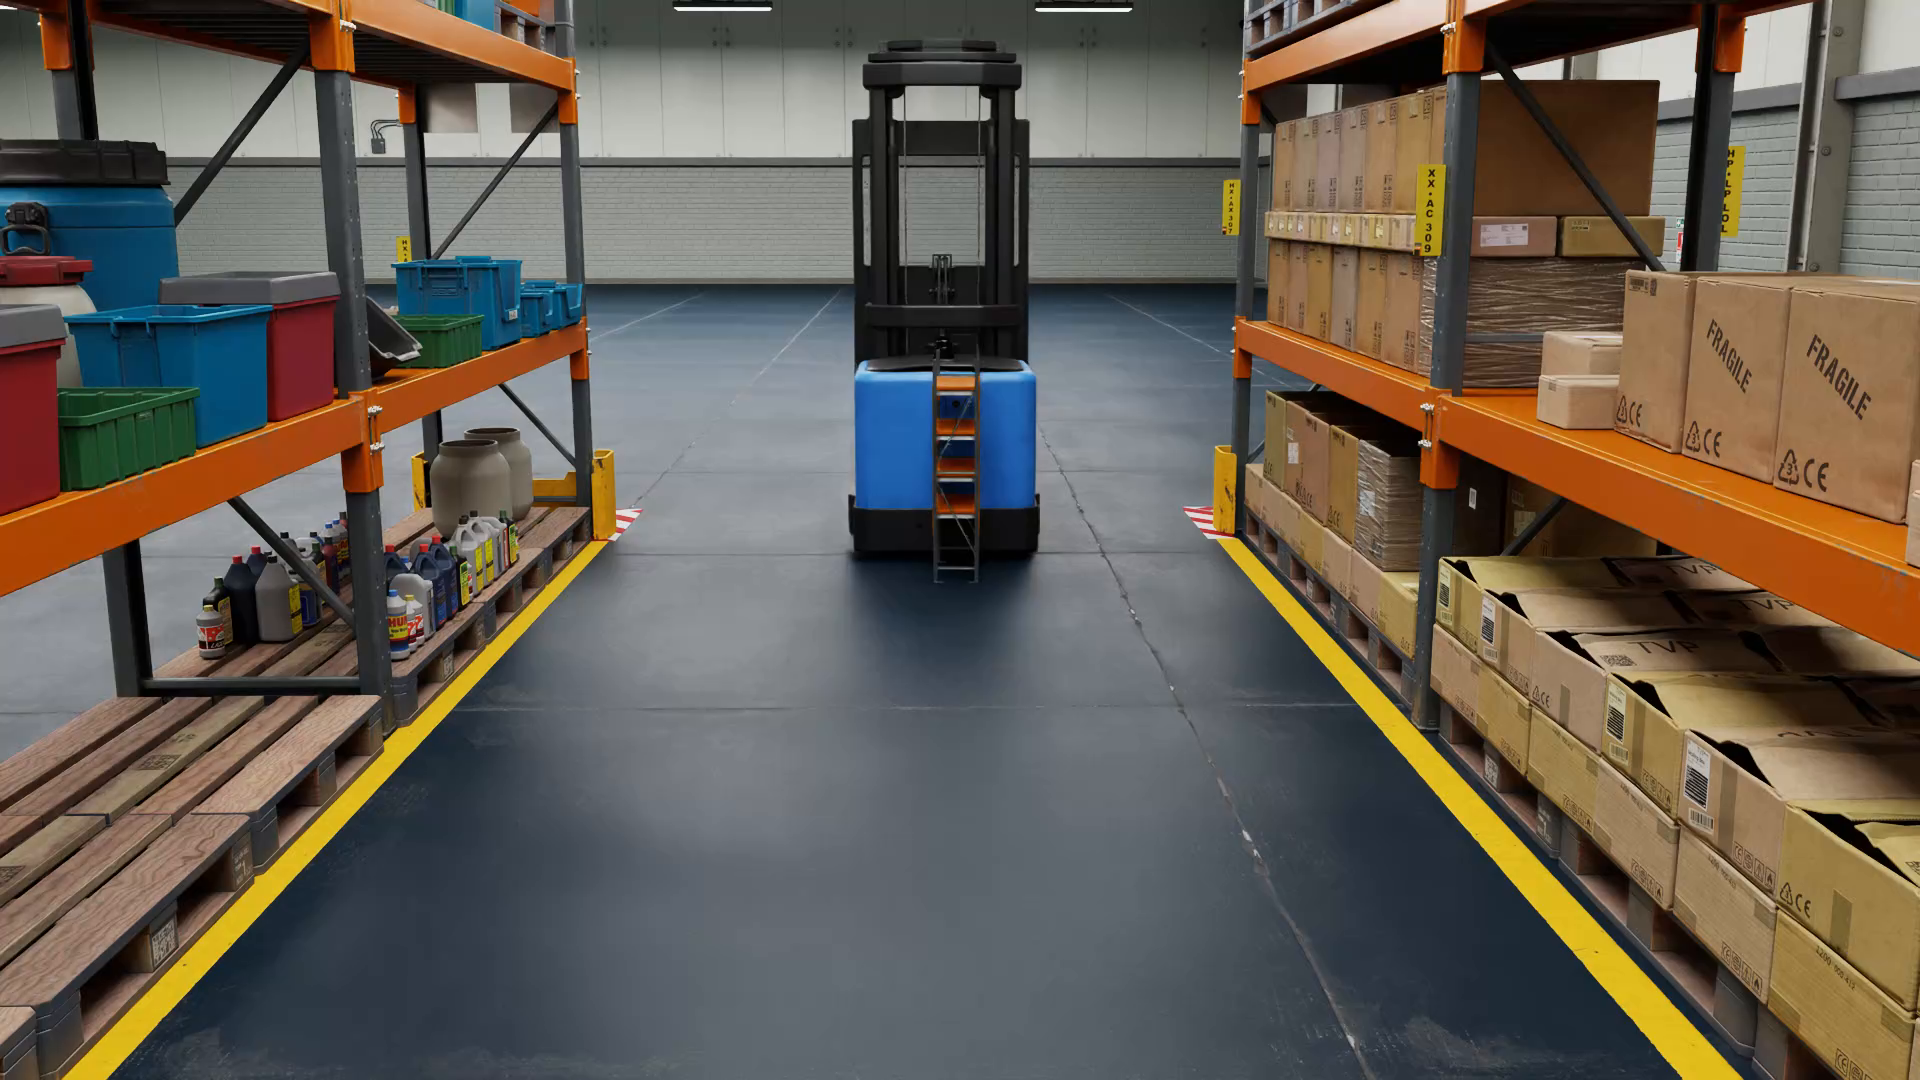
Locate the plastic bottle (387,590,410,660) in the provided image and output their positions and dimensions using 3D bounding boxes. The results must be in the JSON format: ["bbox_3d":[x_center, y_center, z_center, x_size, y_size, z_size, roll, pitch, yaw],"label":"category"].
[{"bbox_3d":[-2.252,0.333,6.627,0.097,0.271,0.097,0,11,0],"label":"plastic bottle"}]

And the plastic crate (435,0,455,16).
[{"bbox_3d":[-2.444,-2.404,7.353,0.336,0.188,0.450,0,11,-1],"label":"plastic crate"}]

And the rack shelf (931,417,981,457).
[{"bbox_3d":[-0.017,-0.560,8.992,0.258,0.148,0.480,0,12,1],"label":"rack shelf"}]

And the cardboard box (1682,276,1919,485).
[{"bbox_3d":[2.290,-0.435,4.405,0.500,0.500,0.500,0,11,-1],"label":"cardboard box"}]

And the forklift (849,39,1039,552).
[{"bbox_3d":[-1.179,-1.590,8.595,3.360,3.703,6.917,0,11,-2],"label":"forklift"}]

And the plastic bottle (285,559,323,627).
[{"bbox_3d":[-2.841,0.226,7.146,0.152,0.276,0.135,0,11,-1],"label":"plastic bottle"}]

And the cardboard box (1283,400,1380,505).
[{"bbox_3d":[2.010,-0.457,8.742,0.500,0.500,0.500,0,11,-1],"label":"cardboard box"}]

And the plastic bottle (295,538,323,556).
[{"bbox_3d":[-2.995,0.135,7.594,0.152,0.276,0.135,0,11,0],"label":"plastic bottle"}]

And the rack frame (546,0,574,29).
[{"bbox_3d":[-2.766,-4.458,9.401,1.000,3.000,0.127,0,11,-1],"label":"rack frame"}]

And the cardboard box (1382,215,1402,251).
[{"bbox_3d":[2.031,-1.316,7.119,0.380,0.149,0.250,0,11,-1],"label":"cardboard box"}]

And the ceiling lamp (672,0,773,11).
[{"bbox_3d":[-4.820,-12.369,33.713,2.000,3.185,0.800,0,11,-1],"label":"ceiling lamp"}]

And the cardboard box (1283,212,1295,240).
[{"bbox_3d":[1.991,-1.724,9.128,0.380,0.149,0.250,0,11,-1],"label":"cardboard box"}]

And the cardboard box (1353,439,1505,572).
[{"bbox_3d":[2.042,-0.159,7.272,0.500,0.500,0.500,0,11,-1],"label":"cardboard box"}]

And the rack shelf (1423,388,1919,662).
[{"bbox_3d":[2.310,0.008,4.287,1.077,0.370,4.000,0,11,-1],"label":"rack shelf"}]

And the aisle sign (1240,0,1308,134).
[{"bbox_3d":[1.878,-2.824,9.894,0.394,0.787,0.004,0,11,-1],"label":"aisle sign"}]

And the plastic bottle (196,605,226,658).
[{"bbox_3d":[-3.003,0.362,6.662,0.097,0.201,0.097,0,11,0],"label":"plastic bottle"}]

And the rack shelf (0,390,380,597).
[{"bbox_3d":[-2.642,0.027,4.190,1.077,0.370,4.000,0,11,-1],"label":"rack shelf"}]

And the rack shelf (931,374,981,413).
[{"bbox_3d":[-0.017,-0.791,8.941,0.258,0.148,0.480,0,12,1],"label":"rack shelf"}]

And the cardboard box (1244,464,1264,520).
[{"bbox_3d":[1.975,-0.288,9.796,0.500,0.250,0.500,0,11,-1],"label":"cardboard box"}]

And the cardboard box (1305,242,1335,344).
[{"bbox_3d":[2.203,-1.291,8.626,0.700,0.500,0.500,0,11,-1],"label":"cardboard box"}]

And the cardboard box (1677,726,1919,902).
[{"bbox_3d":[2.069,0.613,3.944,0.500,0.311,0.500,0,11,-2],"label":"cardboard box"}]

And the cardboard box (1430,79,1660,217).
[{"bbox_3d":[2.253,-1.516,6.471,0.700,0.500,0.500,0,11,-1],"label":"cardboard box"}]

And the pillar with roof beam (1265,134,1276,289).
[{"bbox_3d":[3.094,-10.309,38.241,9.100,9.000,0.548,0,11,-1],"label":"pillar with roof beam"}]

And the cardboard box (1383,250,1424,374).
[{"bbox_3d":[2.236,-0.985,7.116,0.700,0.500,0.500,0,11,-2],"label":"cardboard box"}]

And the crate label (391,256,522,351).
[{"bbox_3d":[-2.458,-1.171,8.196,0.502,0.435,0.616,0,11,-1],"label":"crate label"}]

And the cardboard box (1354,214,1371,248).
[{"bbox_3d":[2.170,-1.592,5.181,0.703,1.460,4.934,0,11,0],"label":"cardboard box"}]

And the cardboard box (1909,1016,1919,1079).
[{"bbox_3d":[2.097,1.091,2.998,0.500,0.250,0.500,0,11,0],"label":"cardboard box"}]

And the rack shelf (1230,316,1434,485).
[{"bbox_3d":[2.227,-0.788,8.206,1.077,0.370,4.000,0,11,-1],"label":"rack shelf"}]

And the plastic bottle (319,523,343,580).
[{"bbox_3d":[-3.031,0.053,8.009,0.097,0.271,0.097,0,11,0],"label":"plastic bottle"}]

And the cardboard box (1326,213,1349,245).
[{"bbox_3d":[2.010,-1.520,8.125,0.380,0.149,0.250,0,11,-1],"label":"cardboard box"}]

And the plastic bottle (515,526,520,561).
[{"bbox_3d":[-2.290,0.001,8.442,0.097,0.201,0.097,0,11,0],"label":"plastic bottle"}]

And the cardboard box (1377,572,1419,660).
[{"bbox_3d":[2.041,0.308,6.857,0.500,0.250,0.500,0,11,-1],"label":"cardboard box"}]

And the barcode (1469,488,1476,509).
[{"bbox_3d":[1.858,-0.151,6.026,0.001,0.075,0.075,0,11,-1],"label":"barcode"}]

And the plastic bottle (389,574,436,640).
[{"bbox_3d":[-2.286,0.267,6.943,0.152,0.276,0.135,0,11,1],"label":"plastic bottle"}]

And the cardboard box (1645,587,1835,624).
[{"bbox_3d":[2.581,0.307,5.450,0.500,0.311,0.500,0,11,0],"label":"cardboard box"}]

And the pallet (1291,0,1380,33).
[{"bbox_3d":[2.203,-2.581,7.913,1.003,0.211,1.213,0,11,-1],"label":"pallet"}]

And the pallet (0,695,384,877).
[{"bbox_3d":[-2.629,0.800,5.587,1.003,0.211,1.213,0,11,-1],"label":"pallet"}]

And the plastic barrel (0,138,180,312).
[{"bbox_3d":[-2.979,-0.891,5.644,0.600,0.901,0.708,0,11,-1],"label":"plastic barrel"}]

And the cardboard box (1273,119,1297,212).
[{"bbox_3d":[2.184,-2.119,9.446,0.700,0.500,0.500,0,11,-1],"label":"cardboard box"}]

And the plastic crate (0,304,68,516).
[{"bbox_3d":[-2.328,-0.282,3.742,0.402,0.464,0.583,0,11,-1],"label":"plastic crate"}]

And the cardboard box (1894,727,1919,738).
[{"bbox_3d":[2.607,0.608,3.965,0.500,0.311,0.500,-1,11,-3],"label":"cardboard box"}]

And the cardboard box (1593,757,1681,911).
[{"bbox_3d":[2.062,0.786,4.500,0.500,0.250,0.500,0,11,0],"label":"cardboard box"}]

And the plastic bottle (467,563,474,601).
[{"bbox_3d":[-2.272,0.177,7.575,0.097,0.201,0.097,0,11,0],"label":"plastic bottle"}]

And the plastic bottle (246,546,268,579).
[{"bbox_3d":[-2.989,0.195,7.111,0.144,0.351,0.185,-1,11,-4],"label":"plastic bottle"}]

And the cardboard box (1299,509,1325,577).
[{"bbox_3d":[2.004,0.010,8.326,0.500,0.250,0.500,0,11,-1],"label":"cardboard box"}]

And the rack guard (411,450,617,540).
[{"bbox_3d":[-2.718,-0.278,10.173,1.175,0.500,0.348,0,11,-1],"label":"rack guard"}]

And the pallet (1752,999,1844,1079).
[{"bbox_3d":[2.373,1.255,3.340,1.003,0.211,1.213,0,11,-1],"label":"pallet"}]

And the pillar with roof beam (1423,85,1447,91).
[{"bbox_3d":[3.342,-7.924,26.483,9.100,9.000,0.400,0,11,-1],"label":"pillar with roof beam"}]

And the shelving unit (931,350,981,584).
[{"bbox_3d":[-0.017,-0.407,9.025,0.258,1.200,0.503,0,12,1],"label":"shelving unit"}]

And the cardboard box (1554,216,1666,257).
[{"bbox_3d":[2.457,-1.164,6.368,0.380,0.149,0.250,0,11,-1],"label":"cardboard box"}]

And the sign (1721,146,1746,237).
[{"bbox_3d":[2.811,-1.275,6.088,0.100,0.325,0.005,0,11,-1],"label":"sign"}]

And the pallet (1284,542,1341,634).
[{"bbox_3d":[2.266,0.223,8.431,1.003,0.211,1.213,0,11,-1],"label":"pallet"}]

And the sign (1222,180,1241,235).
[{"bbox_3d":[1.631,-2.000,9.995,0.100,0.325,0.005,0,11,-1],"label":"sign"}]

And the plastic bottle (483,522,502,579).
[{"bbox_3d":[-2.309,0.042,8.051,0.152,0.276,0.135,-1,11,-3],"label":"plastic bottle"}]

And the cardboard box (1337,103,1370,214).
[{"bbox_3d":[2.222,-1.815,7.946,0.700,0.500,0.500,0,11,-1],"label":"cardboard box"}]
